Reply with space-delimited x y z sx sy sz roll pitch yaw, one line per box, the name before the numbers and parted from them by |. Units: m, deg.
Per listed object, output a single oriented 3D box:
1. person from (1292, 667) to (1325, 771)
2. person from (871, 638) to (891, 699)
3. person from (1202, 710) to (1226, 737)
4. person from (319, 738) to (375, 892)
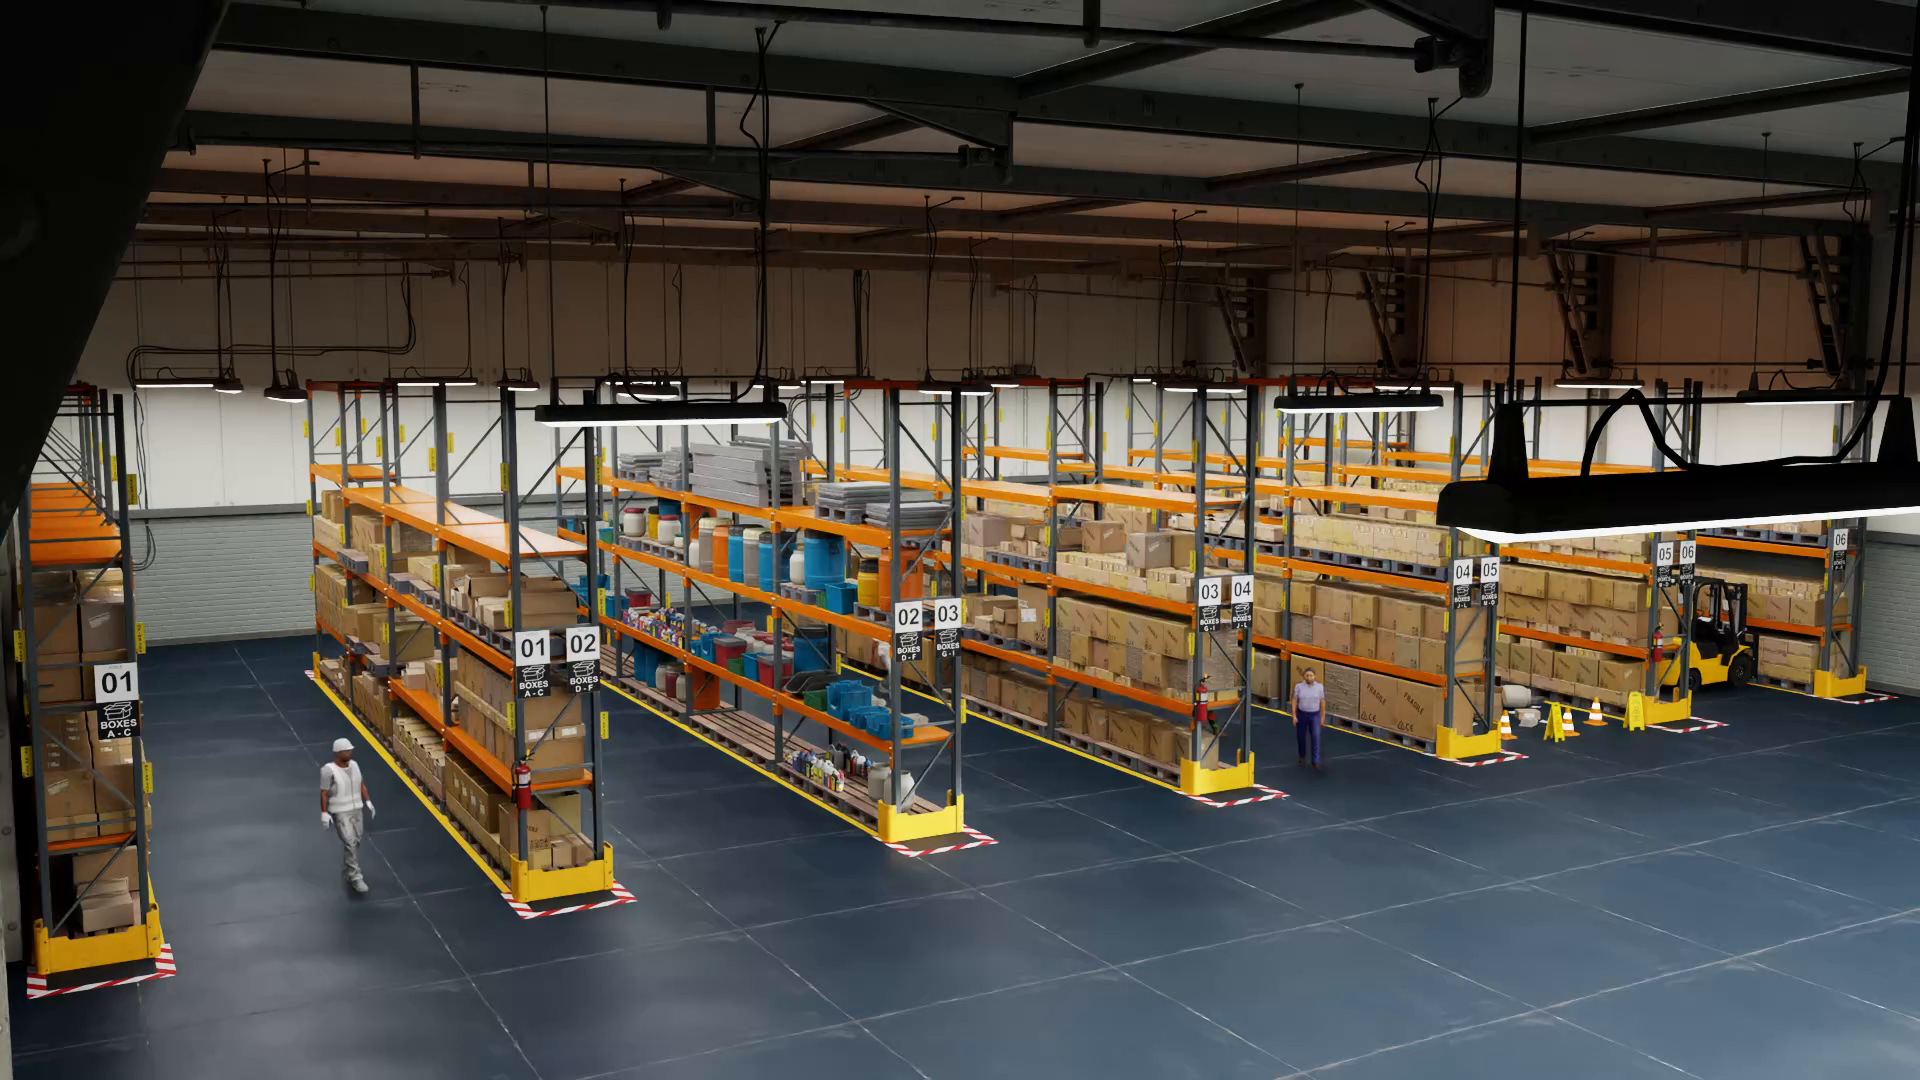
person | 5.425 2.771 25.908 0.505 1.586 1.047 2 6 14
person | -1.241 2.028 30.239 0.603 1.617 0.960 -5 8 -40
person | 4.265 2.419 28.345 0.561 1.744 0.930 -4 7 -32
person | -7.340 3.314 20.159 0.742 1.785 0.590 3 7 29
